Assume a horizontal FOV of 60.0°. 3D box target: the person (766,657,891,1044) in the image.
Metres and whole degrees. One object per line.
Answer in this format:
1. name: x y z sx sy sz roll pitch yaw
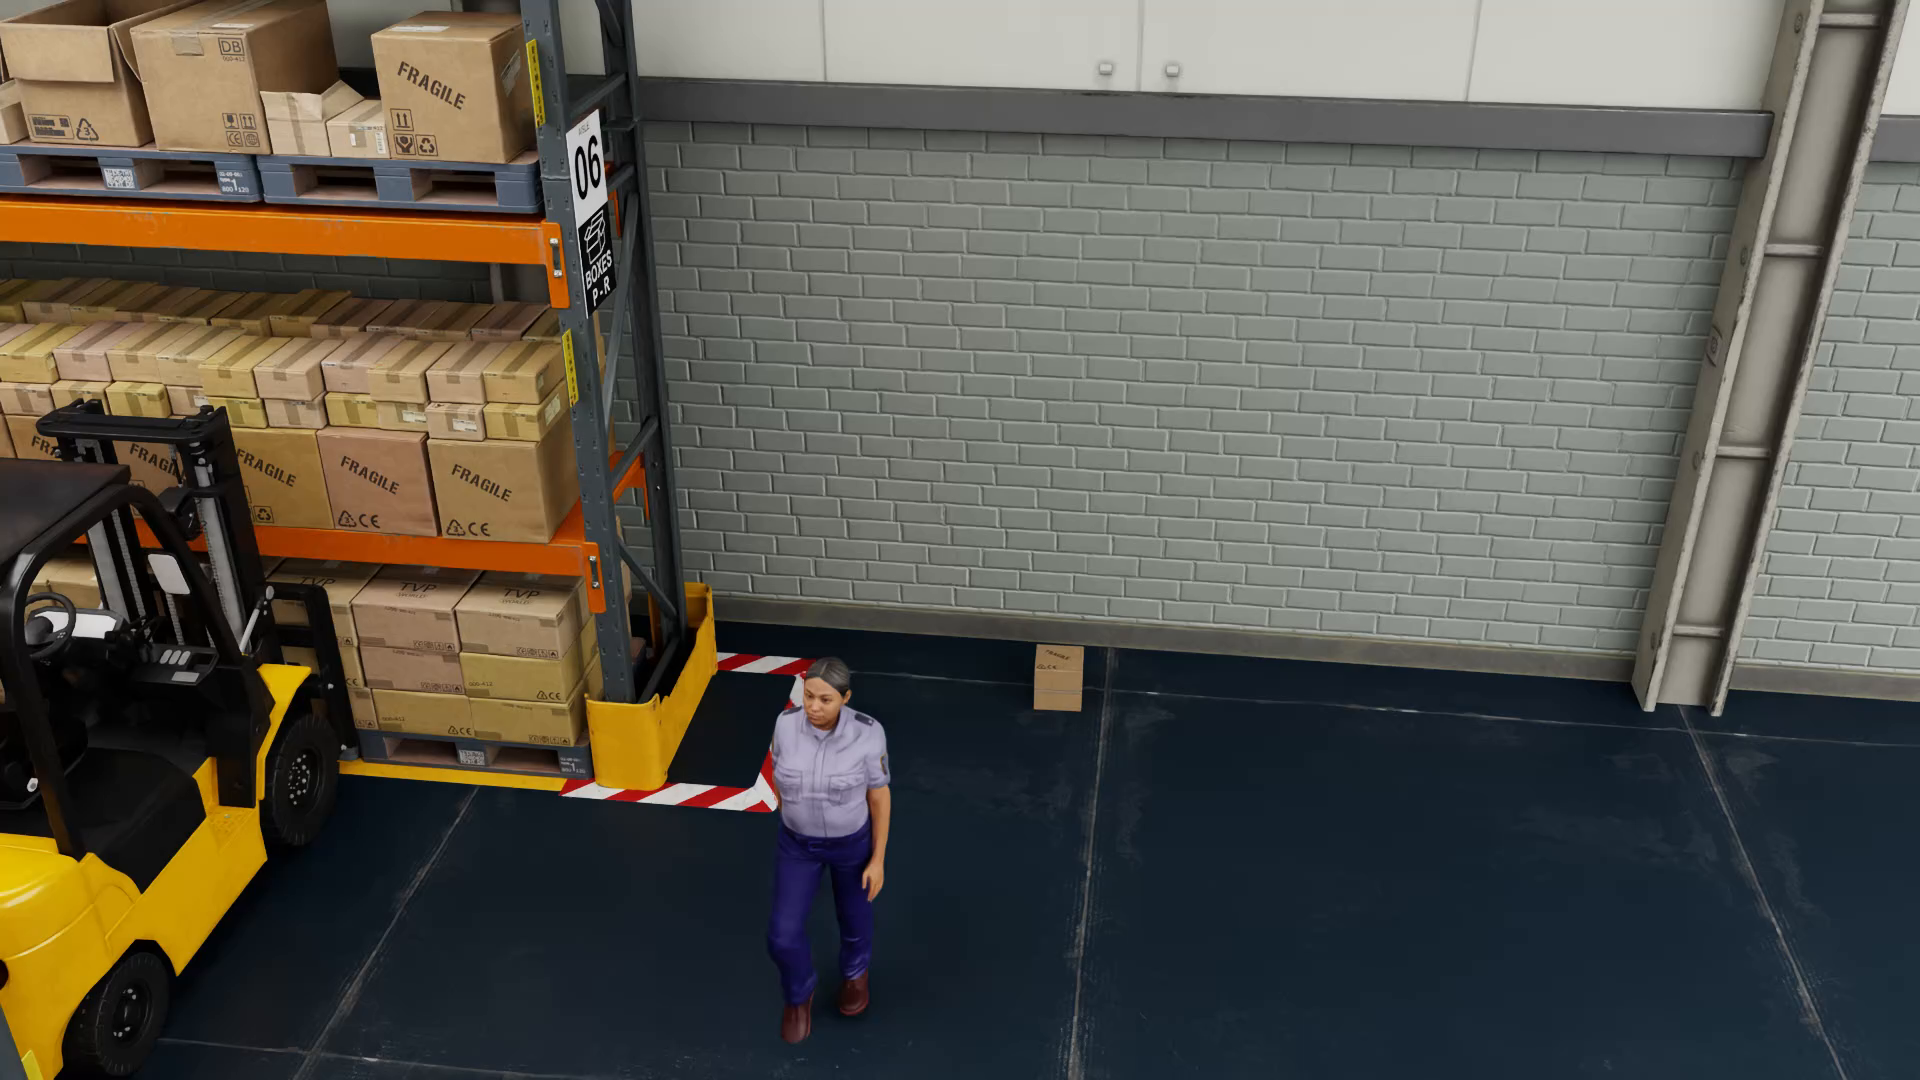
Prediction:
1. person: -0.501 1.222 6.418 0.480 1.707 0.481 3 29 6
